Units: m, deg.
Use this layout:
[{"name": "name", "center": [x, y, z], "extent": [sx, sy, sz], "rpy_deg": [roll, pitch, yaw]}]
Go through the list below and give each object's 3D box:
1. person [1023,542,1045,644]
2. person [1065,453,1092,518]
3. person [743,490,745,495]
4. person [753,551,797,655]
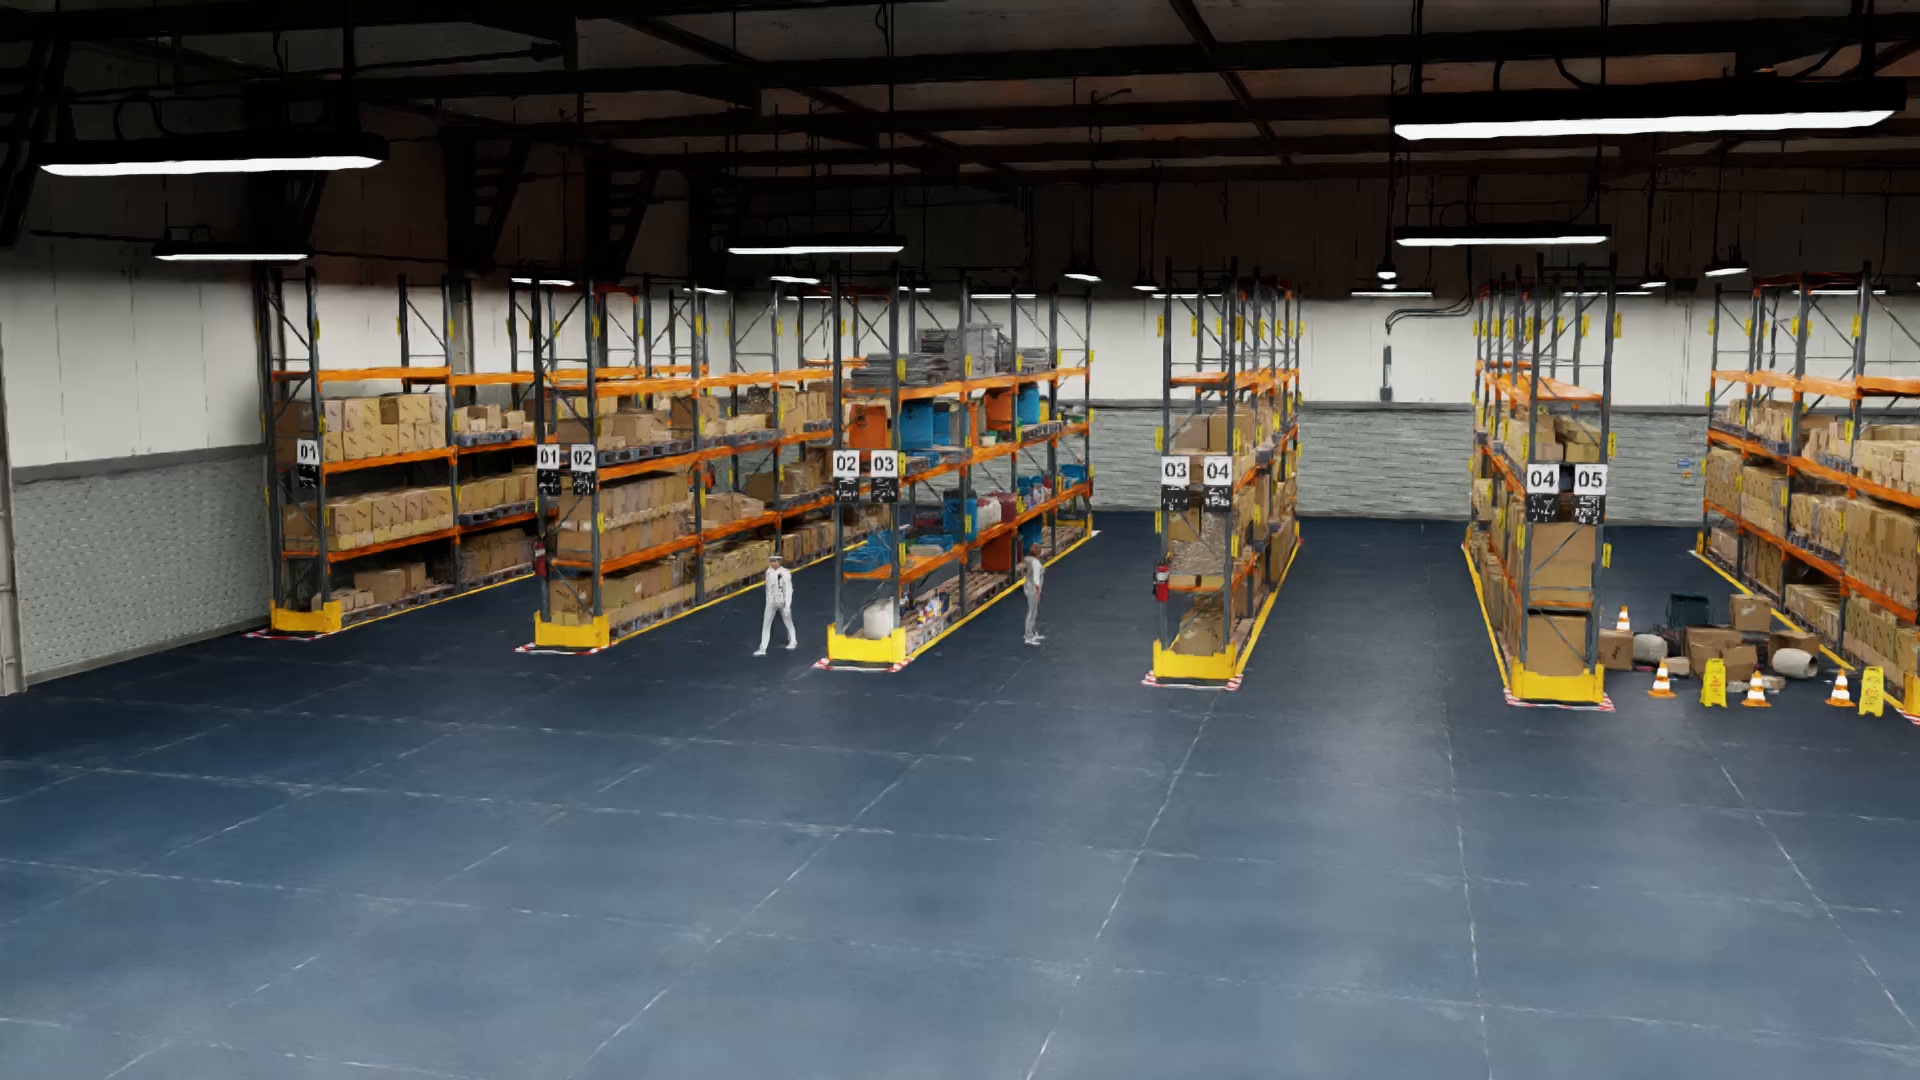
[{"name": "person", "center": [1.208, 0.841, 26.551], "extent": [0.419, 1.590, 0.504], "rpy_deg": [-2, 7, -13]}, {"name": "person", "center": [3.208, -1.448, 44.055], "extent": [0.616, 1.735, 1.017], "rpy_deg": [4, 8, 30]}, {"name": "person", "center": [-4.806, -0.664, 38.410], "extent": [0.447, 1.574, 1.088], "rpy_deg": [2, 8, 17]}, {"name": "person", "center": [-2.806, 0.949, 25.590], "extent": [0.491, 1.586, 1.068], "rpy_deg": [2, 8, 17]}]
